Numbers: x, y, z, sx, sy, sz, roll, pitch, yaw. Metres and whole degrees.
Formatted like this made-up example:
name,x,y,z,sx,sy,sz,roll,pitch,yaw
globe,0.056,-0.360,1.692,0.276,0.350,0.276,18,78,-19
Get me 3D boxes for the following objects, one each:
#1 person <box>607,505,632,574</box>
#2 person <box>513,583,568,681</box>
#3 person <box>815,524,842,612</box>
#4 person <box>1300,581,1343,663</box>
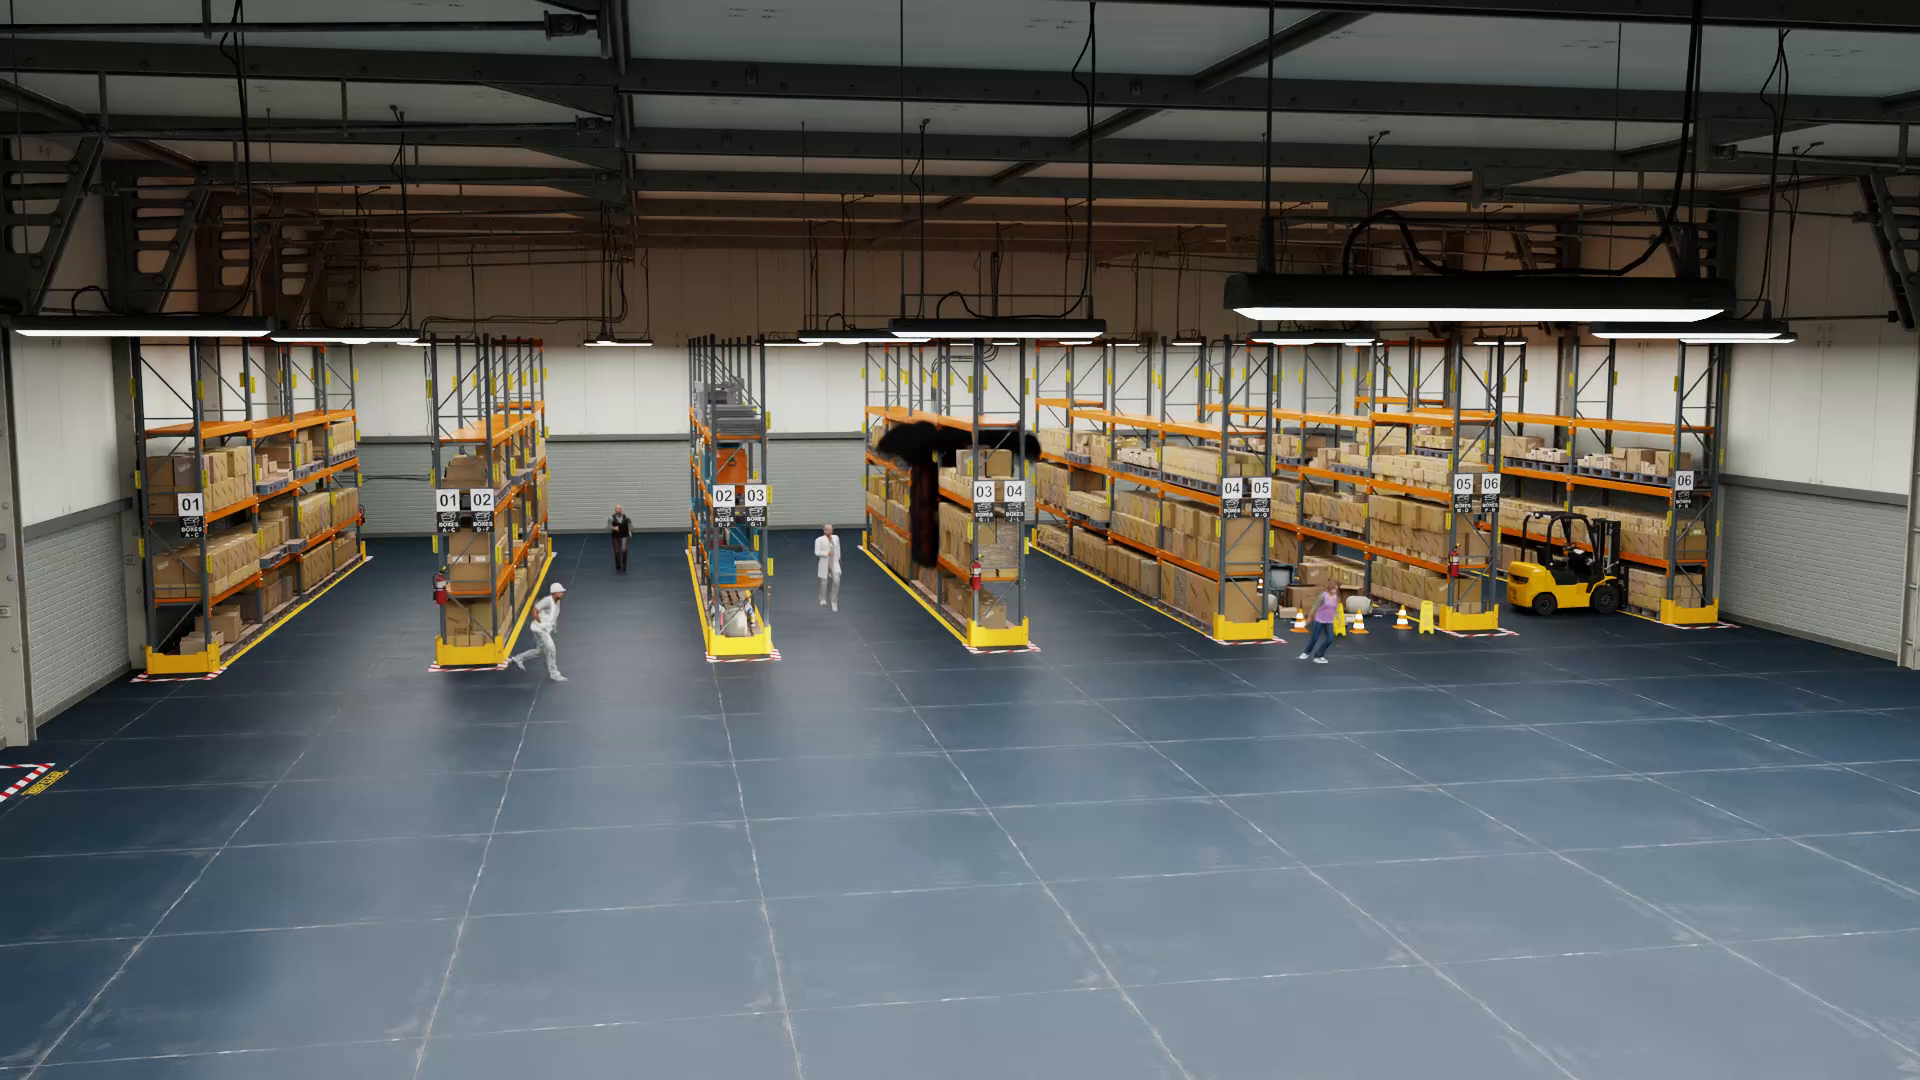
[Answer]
name,x,y,z,sx,sy,sz,roll,pitch,yaw
person,-8.743,-0.016,42.722,0.609,1.772,0.834,-1,7,-10
person,-7.305,1.598,28.816,1.011,1.728,0.697,1,7,13
person,-2.779,0.580,35.067,0.646,1.837,0.912,-2,7,-20
person,6.601,1.488,30.391,0.667,1.527,0.586,-3,7,-23
